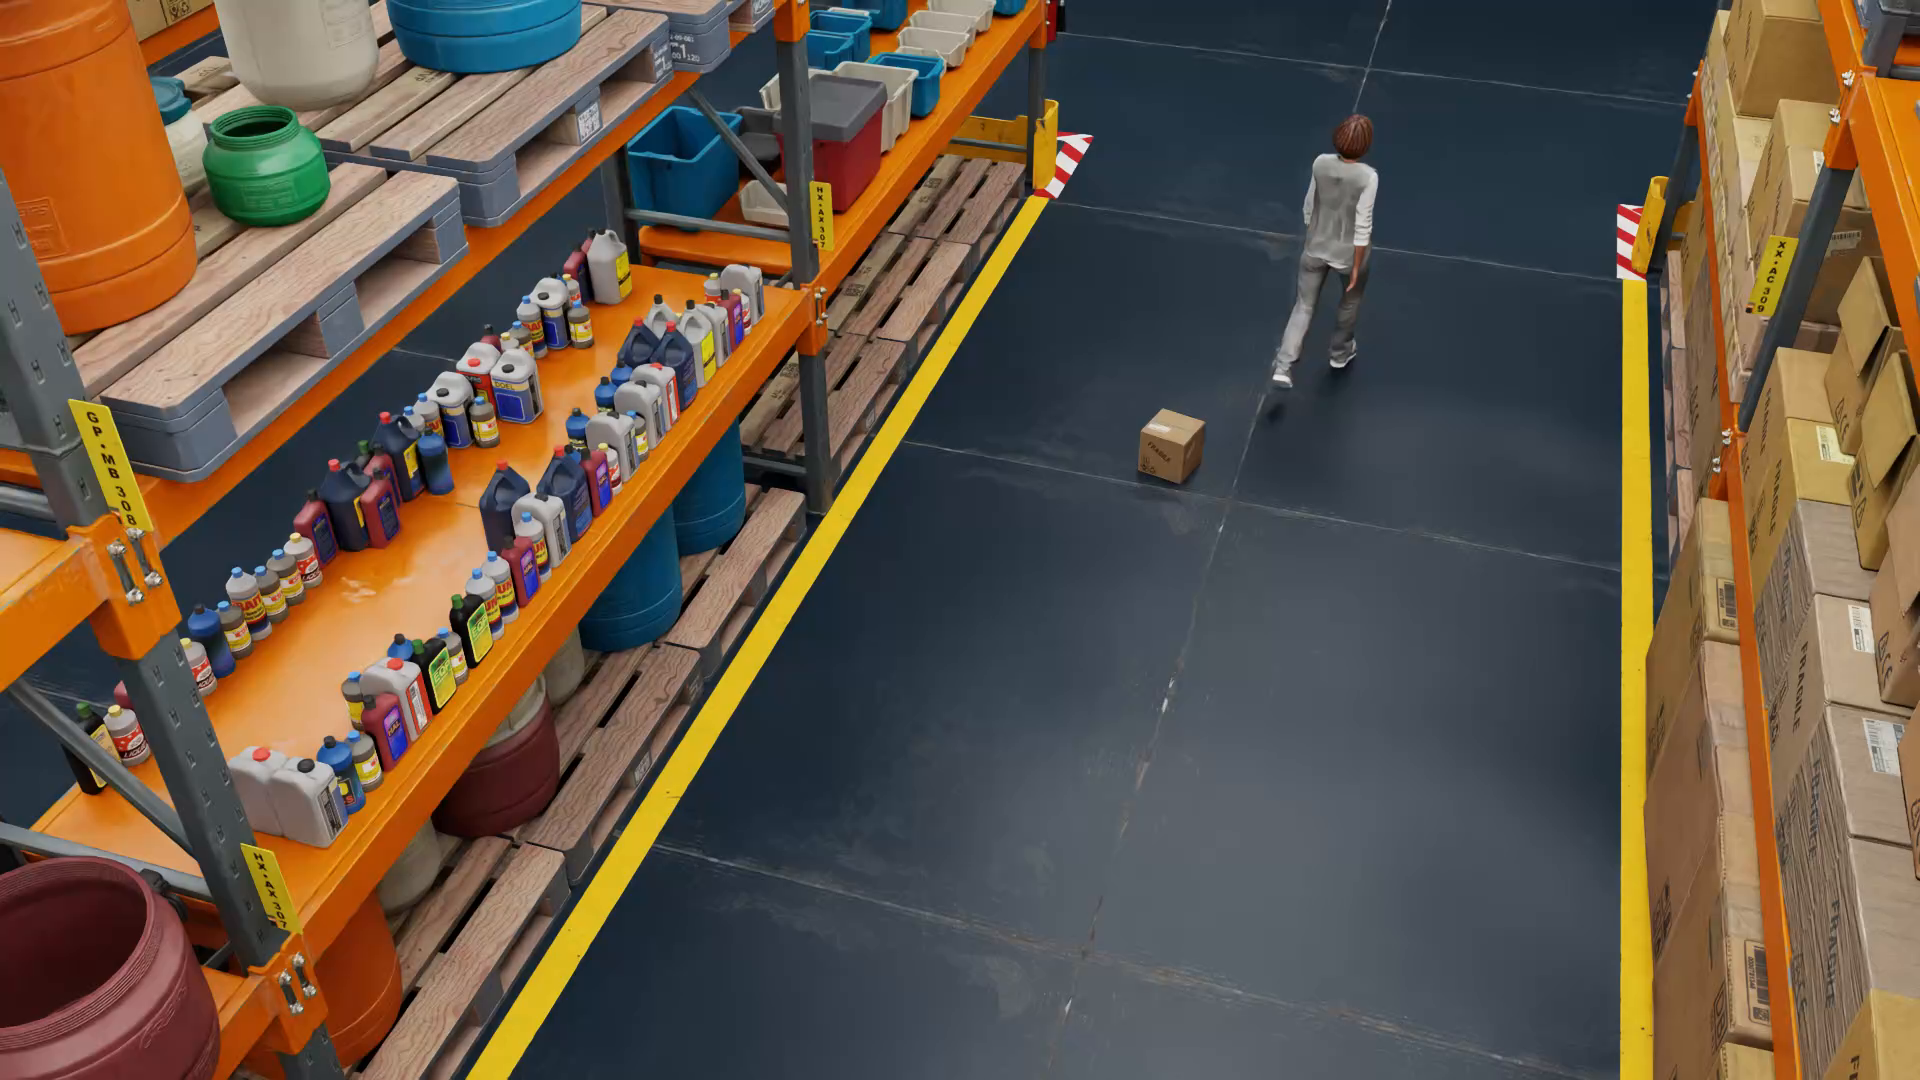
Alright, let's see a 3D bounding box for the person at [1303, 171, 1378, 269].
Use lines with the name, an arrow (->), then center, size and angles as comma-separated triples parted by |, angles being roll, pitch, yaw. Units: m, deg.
person -> 2.000, -1.749, 8.742 | 0.411, 0.557, 0.269 | 20, 42, 24
